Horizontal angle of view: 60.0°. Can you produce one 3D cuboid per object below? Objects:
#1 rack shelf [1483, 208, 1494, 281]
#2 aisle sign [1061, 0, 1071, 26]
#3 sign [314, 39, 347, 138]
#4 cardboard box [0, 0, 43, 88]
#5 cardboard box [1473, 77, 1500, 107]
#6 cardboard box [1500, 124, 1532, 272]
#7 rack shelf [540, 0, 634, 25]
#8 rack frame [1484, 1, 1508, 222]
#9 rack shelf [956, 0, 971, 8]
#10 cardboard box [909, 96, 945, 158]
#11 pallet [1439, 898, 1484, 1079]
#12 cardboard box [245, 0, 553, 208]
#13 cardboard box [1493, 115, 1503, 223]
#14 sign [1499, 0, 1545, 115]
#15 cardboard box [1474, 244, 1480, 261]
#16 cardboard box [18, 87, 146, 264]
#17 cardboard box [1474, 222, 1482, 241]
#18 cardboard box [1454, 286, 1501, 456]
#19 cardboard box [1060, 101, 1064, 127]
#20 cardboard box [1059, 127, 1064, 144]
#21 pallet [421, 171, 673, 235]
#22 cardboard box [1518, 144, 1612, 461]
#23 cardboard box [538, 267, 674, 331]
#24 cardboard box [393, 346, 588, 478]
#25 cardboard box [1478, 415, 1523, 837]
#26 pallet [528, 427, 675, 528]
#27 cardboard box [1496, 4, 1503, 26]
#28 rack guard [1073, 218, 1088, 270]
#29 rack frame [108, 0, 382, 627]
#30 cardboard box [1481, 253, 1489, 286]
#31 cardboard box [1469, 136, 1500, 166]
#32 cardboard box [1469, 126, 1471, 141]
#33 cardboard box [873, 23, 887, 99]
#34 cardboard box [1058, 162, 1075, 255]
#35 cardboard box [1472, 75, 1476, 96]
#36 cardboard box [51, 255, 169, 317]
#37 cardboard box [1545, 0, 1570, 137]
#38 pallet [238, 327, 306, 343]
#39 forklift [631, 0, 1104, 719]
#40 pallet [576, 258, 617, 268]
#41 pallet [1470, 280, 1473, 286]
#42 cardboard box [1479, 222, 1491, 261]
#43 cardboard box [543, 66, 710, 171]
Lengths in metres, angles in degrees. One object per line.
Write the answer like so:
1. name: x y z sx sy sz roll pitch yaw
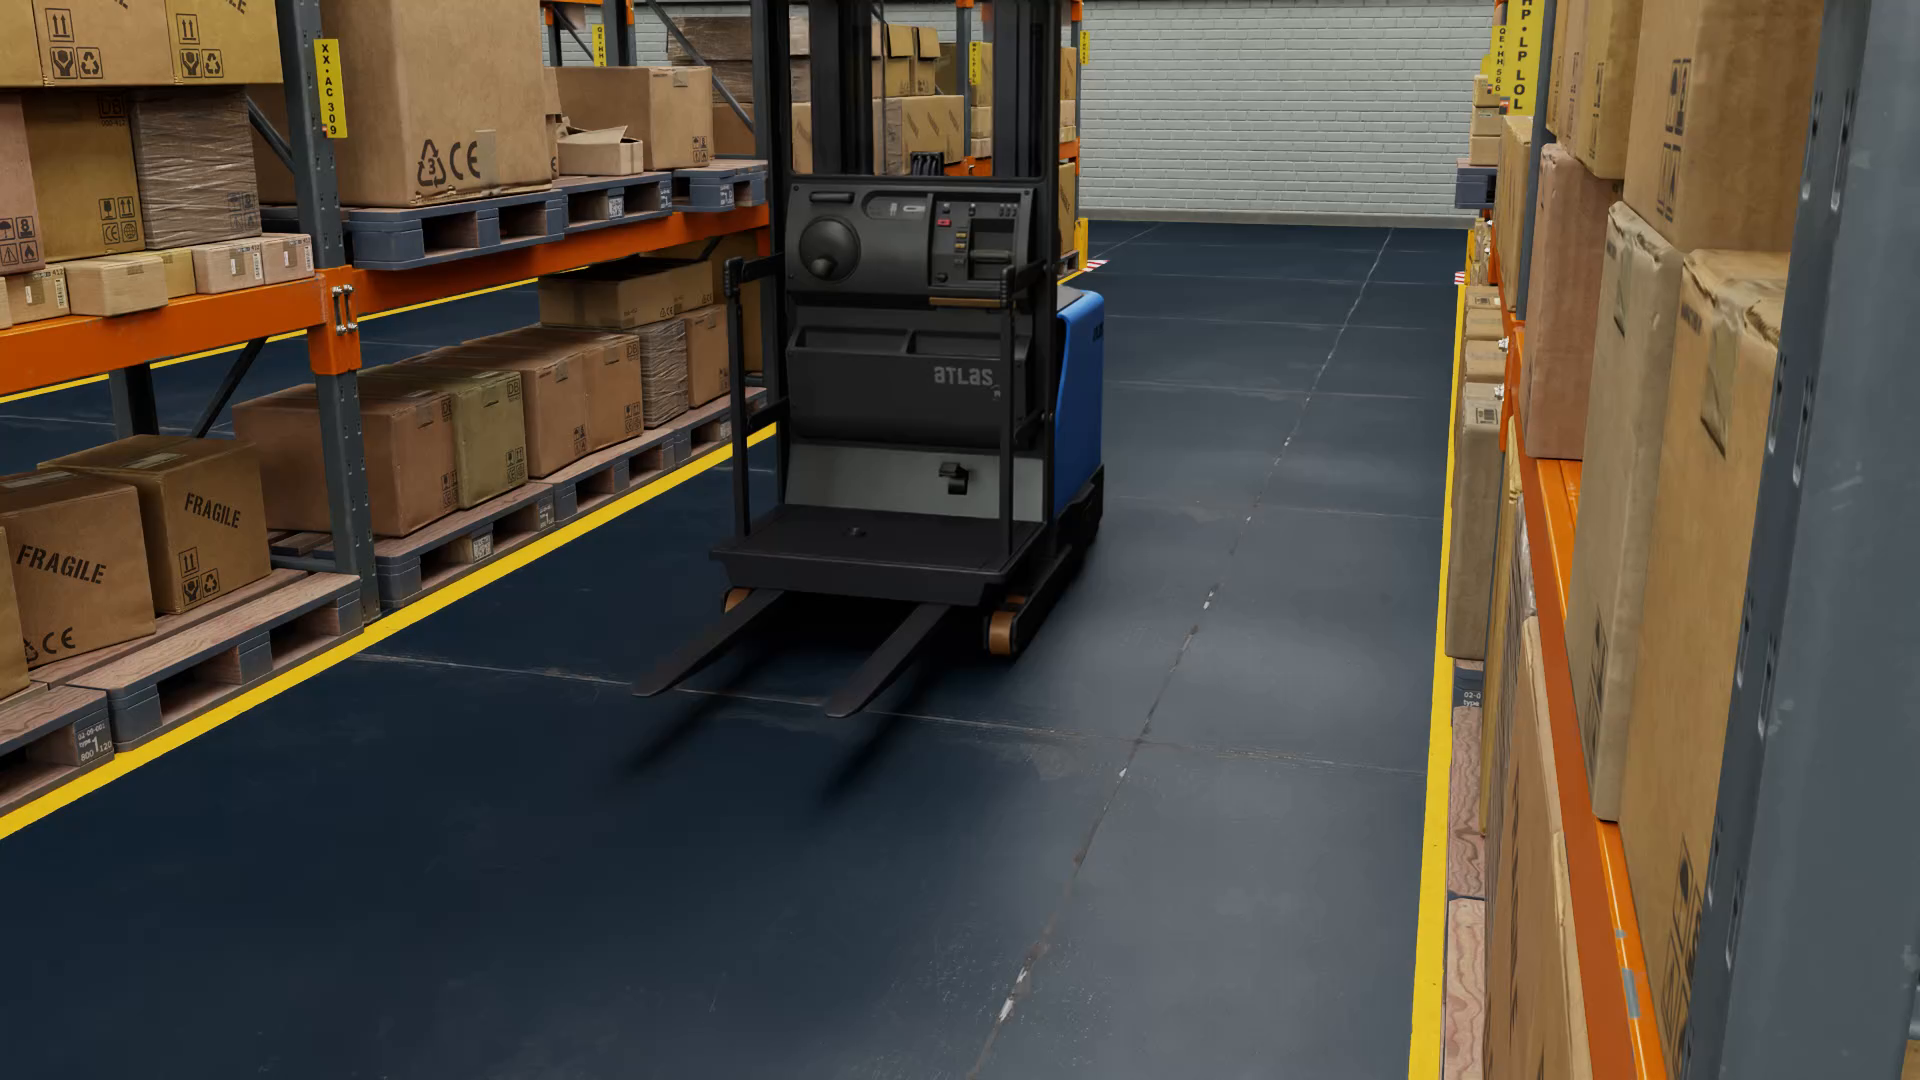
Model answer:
1. rack shelf: 3.751 -1.981 10.136 1.077 0.370 4.000 5 16 16
2. aisle sign: 1.038 -5.554 16.651 0.394 0.787 0.004 5 16 16
3. sign: -2.158 -1.545 5.694 0.100 0.325 0.005 5 16 16
4. cardboard box: -2.829 -1.440 4.350 0.500 0.500 0.500 5 16 16
5. cardboard box: 2.882 -2.335 8.667 0.380 0.149 0.250 4 16 14
6. cardboard box: 2.225 -1.227 5.977 0.500 0.500 0.500 5 17 16
7. rack shelf: -4.588 -5.266 16.220 1.077 0.370 4.000 5 16 16
8. rack frame: 4.319 -2.851 11.883 1.000 3.000 0.127 5 16 16
9. rack shelf: -0.976 -3.835 11.176 1.077 0.370 4.000 5 16 16
10. cardboard box: -0.426 -3.037 12.358 0.500 0.500 0.500 5 17 18
11. pallet: 1.410 1.097 3.075 1.003 0.211 1.213 5 16 16
12. cardboard box: -2.321 -1.856 6.508 1.000 1.000 1.000 5 17 16
13. cardboard box: 2.796 -1.756 7.839 0.500 0.500 0.500 5 17 16
14. sign: 1.523 -1.316 4.496 0.100 0.325 0.005 5 16 16
15. cardboard box: 4.768 -2.557 14.756 0.380 0.149 0.250 5 17 18
16. cardboard box: -3.044 -1.119 5.049 0.875 0.500 0.500 5 16 16
17. cardboard box: 4.824 -2.766 14.948 0.380 0.149 0.250 5 16 16
18. cardboard box: 2.923 -0.772 7.906 1.050 0.750 0.750 4 16 15
19. cardboard box: 0.701 -4.099 16.014 0.500 0.250 0.500 4 16 15
20. cardboard box: 0.799 -3.935 16.165 0.380 0.149 0.250 5 16 16
21. pallet: -2.067 -1.602 7.832 1.003 0.211 1.213 5 16 16
22. cardboard box: 1.552 -0.455 3.160 0.875 0.550 0.550 5 16 16
23. cardboard box: -1.847 -1.268 8.703 0.500 0.250 0.500 7 17 22
24. cardboard box: -2.173 -0.607 7.745 0.700 0.500 0.500 3 16 11
25. cardboard box: 1.800 0.222 4.175 0.875 0.875 0.875 5 17 17
26. pallet: -2.116 -0.351 8.181 1.003 0.211 1.213 5 16 16
27. cardboard box: 4.194 -3.667 12.200 0.500 0.500 0.500 4 16 14
28. rack guard: 0.736 -3.112 17.385 1.175 0.500 0.348 5 16 16
29. rack frame: -2.681 -1.169 5.953 1.000 3.000 0.127 5 16 16
30. cardboard box: 3.259 -1.497 9.546 0.500 0.250 0.500 5 17 17
31. cardboard box: 2.882 -2.050 8.751 0.380 0.149 0.250 5 17 17
32. cardboard box: 3.474 -2.594 10.669 0.380 0.149 0.250 4 16 13
33. cardboard box: -0.949 -3.282 11.383 0.797 0.503 0.637 5 17 18
34. cardboard box: 0.624 -3.314 16.642 0.875 0.875 0.875 5 16 16
35. cardboard box: 3.766 -3.151 11.541 0.380 0.149 0.250 6 17 19
36. cardboard box: -2.633 -0.769 5.005 0.380 0.149 0.250 5 16 16
37. cardboard box: 1.908 -1.256 4.005 0.875 0.550 0.550 5 16 16
38. pallet: -5.760 -1.785 13.237 1.003 0.211 1.213 5 16 16
39. forklift: -0.246 -1.114 5.887 1.130 2.935 3.031 4 16 15
40. pallet: -4.291 -3.138 18.006 1.003 0.211 1.213 5 16 16
41. pallet: 4.821 -2.008 14.021 1.003 0.211 1.213 5 16 16
42. cardboard box: 3.856 -2.038 11.455 0.500 0.250 0.500 4 16 13
43. cardboard box: -1.722 -2.167 8.520 0.700 0.500 0.500 7 17 24
